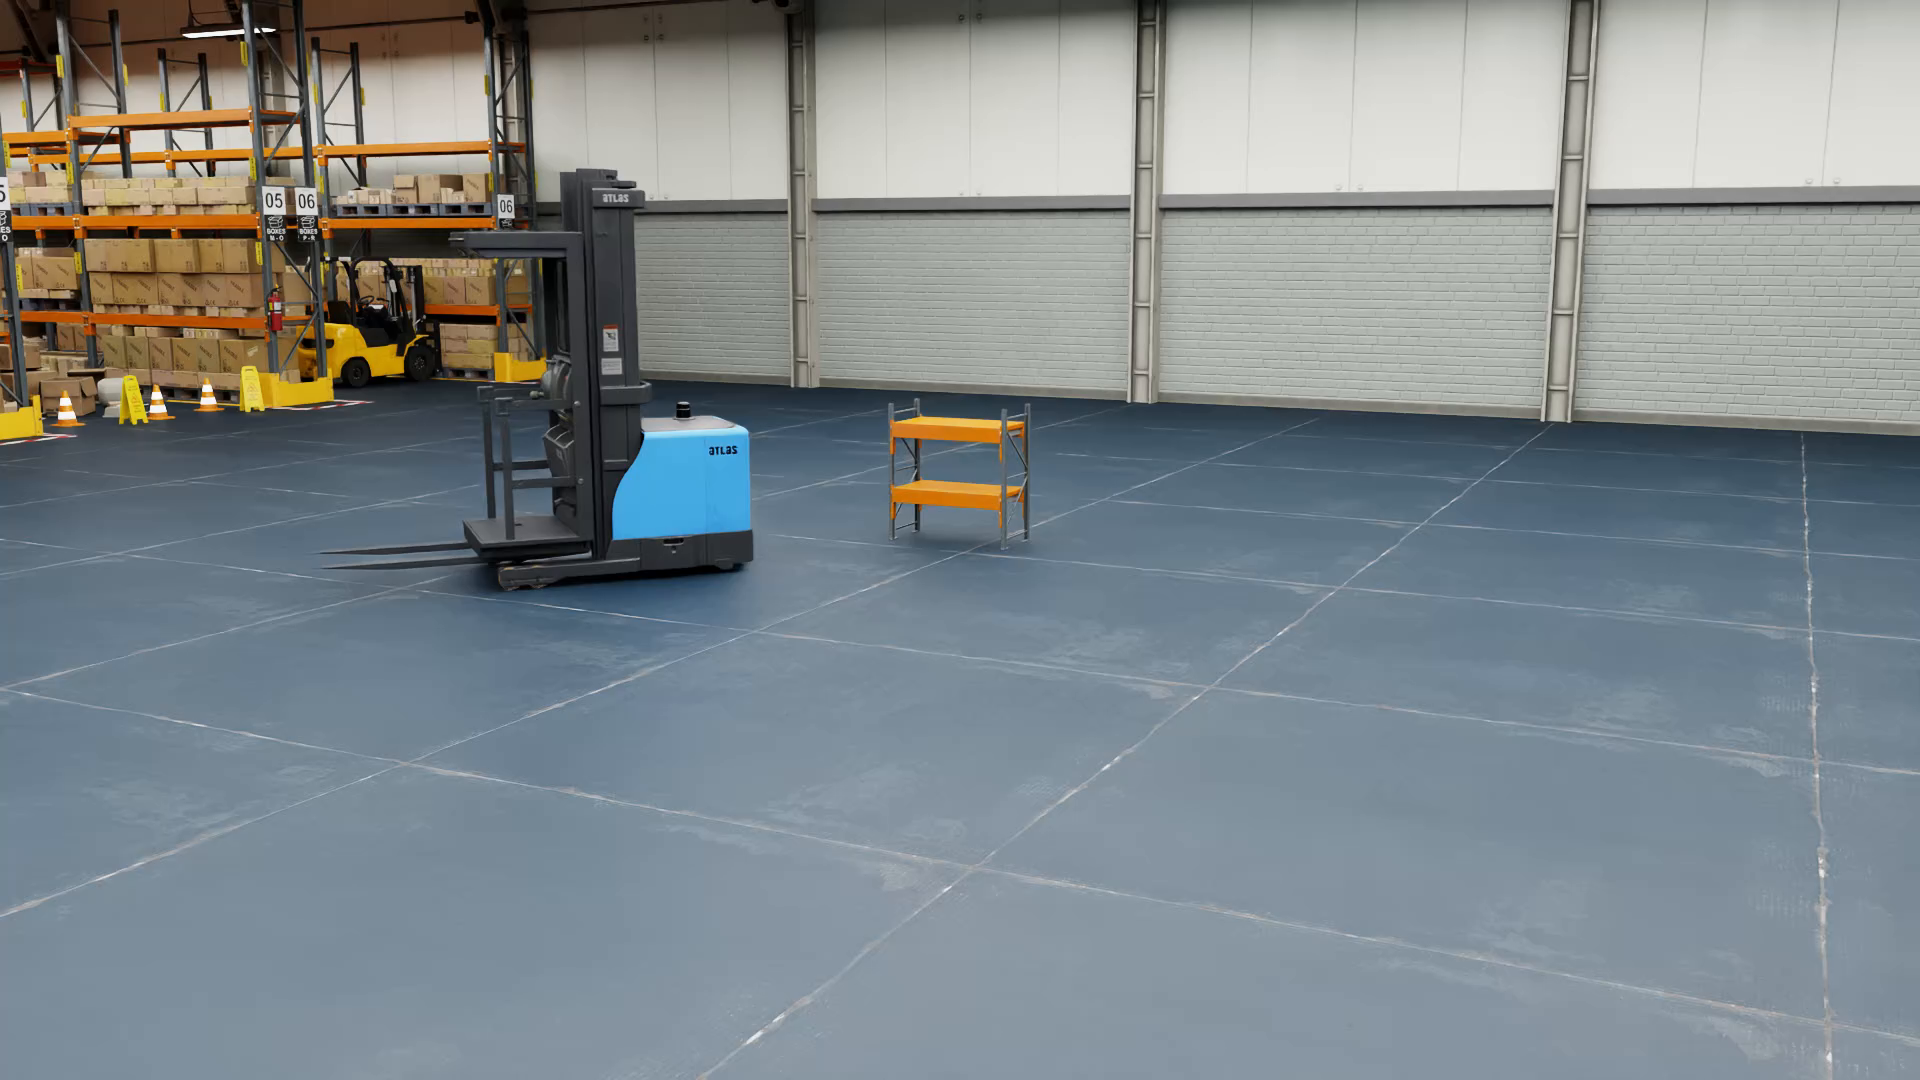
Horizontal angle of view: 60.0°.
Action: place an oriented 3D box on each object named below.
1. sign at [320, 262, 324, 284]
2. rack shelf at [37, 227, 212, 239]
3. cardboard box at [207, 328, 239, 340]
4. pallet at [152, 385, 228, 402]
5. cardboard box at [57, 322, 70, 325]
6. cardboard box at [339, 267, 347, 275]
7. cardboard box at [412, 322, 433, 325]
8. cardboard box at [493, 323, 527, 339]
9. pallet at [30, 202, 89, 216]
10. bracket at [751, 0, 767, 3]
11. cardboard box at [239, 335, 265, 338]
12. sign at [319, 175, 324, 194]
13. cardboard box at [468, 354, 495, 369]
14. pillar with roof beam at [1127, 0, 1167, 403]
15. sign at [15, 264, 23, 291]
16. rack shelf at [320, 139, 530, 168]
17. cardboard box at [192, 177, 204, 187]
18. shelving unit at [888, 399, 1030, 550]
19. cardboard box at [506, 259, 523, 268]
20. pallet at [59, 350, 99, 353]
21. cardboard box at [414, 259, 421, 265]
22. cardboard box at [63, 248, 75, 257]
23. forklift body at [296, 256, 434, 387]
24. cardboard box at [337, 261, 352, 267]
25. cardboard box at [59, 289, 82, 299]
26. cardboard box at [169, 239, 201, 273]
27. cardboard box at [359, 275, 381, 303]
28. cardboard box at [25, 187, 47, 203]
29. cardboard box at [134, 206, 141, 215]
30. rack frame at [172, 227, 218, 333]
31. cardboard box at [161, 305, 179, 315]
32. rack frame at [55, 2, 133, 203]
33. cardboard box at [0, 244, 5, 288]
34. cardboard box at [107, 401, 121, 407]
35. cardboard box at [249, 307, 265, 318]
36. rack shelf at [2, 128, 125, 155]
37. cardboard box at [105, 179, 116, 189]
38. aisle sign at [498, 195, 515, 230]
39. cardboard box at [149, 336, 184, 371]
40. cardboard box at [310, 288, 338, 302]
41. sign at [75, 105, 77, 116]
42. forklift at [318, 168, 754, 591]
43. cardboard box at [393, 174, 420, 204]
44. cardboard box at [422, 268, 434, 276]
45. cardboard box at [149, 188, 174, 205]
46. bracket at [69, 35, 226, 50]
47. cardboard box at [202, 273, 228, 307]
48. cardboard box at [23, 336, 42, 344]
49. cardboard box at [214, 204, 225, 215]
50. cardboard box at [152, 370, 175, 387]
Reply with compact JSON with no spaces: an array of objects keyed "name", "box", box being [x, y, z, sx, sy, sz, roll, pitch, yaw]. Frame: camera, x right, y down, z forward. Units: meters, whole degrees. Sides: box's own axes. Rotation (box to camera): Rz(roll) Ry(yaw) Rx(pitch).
[{"name":"sign","box":[-9.704,-4.046,25.232,0.005,0.325,0.100,5,11,26]},{"name":"rack shelf","box":[-16.719,-6.236,33.363,4.000,0.370,1.077,5,11,26]},{"name":"cardboard box","box":[-11.137,-3.115,25.132,0.250,0.149,0.380,5,12,27]},{"name":"pallet","box":[-11.815,-2.333,26.029,1.213,0.211,1.003,5,11,26]},{"name":"cardboard box","box":[-18.309,-4.497,34.173,0.250,0.149,0.380,6,12,29]},{"name":"cardboard box","box":[-11.169,-4.943,30.516,0.250,0.149,0.380,5,11,25]},{"name":"cardboard box","box":[-9.671,-3.777,29.911,0.500,0.250,0.500,5,11,25]},{"name":"cardboard box","box":[-8.099,-3.740,29.707,0.500,0.250,0.500,5,11,25]},{"name":"pallet","box":[-14.038,-5.298,26.684,1.003,0.211,1.213,5,11,26]},{"name":"bracket","box":[-3.126,-8.752,26.711,0.430,0.232,0.235,5,11,26]},{"name":"cardboard box","box":[-11.038,-2.906,25.800,0.500,0.500,0.500,5,11,24]},{"name":"sign","box":[-11.570,-6.439,30.129,0.005,0.325,0.100,5,11,26]},{"name":"cardboard box","box":[-8.313,-3.167,29.345,0.500,0.250,0.500,5,11,26]},{"name":"pillar with roof beam","box":[0.879,-5.844,20.753,0.400,9.000,9.100,5,11,26]},{"name":"sign","box":[-11.793,-3.288,20.821,0.005,0.325,0.100,5,11,26]},{"name":"rack shelf","box":[-9.545,-6.885,29.648,4.000,0.370,1.077,5,11,26]},{"name":"cardboard box","box":[-11.250,-5.350,24.911,0.250,0.149,0.380,5,11,26]},{"name":"shelving unit","box":[-0.006,-0.554,13.633,1.048,1.125,0.538,5,11,26]},{"name":"cardboard box","box":[-7.958,-4.902,29.454,0.250,0.149,0.380,5,11,25]},{"name":"pallet","box":[-17.767,-3.842,34.364,1.213,0.211,1.003,5,11,26]},{"name":"cardboard box","box":[-9.544,-4.956,29.752,0.250,0.149,0.380,5,11,27]},{"name":"cardboard box","box":[-14.817,-4.733,27.340,0.250,0.149,0.380,6,12,29]},{"name":"forklift body","box":[-10.259,-3.767,28.503,1.214,2.155,2.313,5,11,26]},{"name":"cardboard box","box":[-11.184,-5.084,30.460,0.250,0.149,0.380,5,12,27]},{"name":"cardboard box","box":[-14.115,-3.928,26.537,0.250,0.149,0.380,5,11,27]},{"name":"cardboard box","box":[-11.453,-4.291,25.094,0.500,0.500,0.700,5,11,25]},{"name":"cardboard box","box":[-10.582,-4.576,30.309,0.500,0.500,0.500,5,12,27]},{"name":"cardboard box","box":[-14.571,-5.521,26.632,0.500,0.250,0.500,5,11,27]},{"name":"cardboard box","box":[-12.438,-5.057,25.531,0.250,0.149,0.380,5,11,24]},{"name":"rack frame","box":[-14.926,-4.957,32.695,0.127,3.000,1.000,5,11,26]},{"name":"cardboard box","box":[-12.010,-3.531,25.524,0.250,0.149,0.380,5,11,26]},{"name":"rack frame","box":[-13.532,-6.801,26.038,0.127,3.000,1.000,5,11,26]},{"name":"cardboard box","box":[-12.360,-3.375,20.504,0.550,0.550,0.875,5,11,26]},{"name":"cardboard box","box":[-12.013,-1.911,23.872,0.380,0.149,0.250,-7,12,-33]},{"name":"cardboard box","box":[-10.374,-3.405,24.827,0.250,0.149,0.380,5,12,28]},{"name":"rack shelf","box":[-15.325,-6.407,27.008,4.000,0.370,1.077,5,11,26]},{"name":"cardboard box","box":[-12.915,-5.478,25.621,0.250,0.149,0.380,5,11,24]},{"name":"aisle sign","box":[-7.822,-5.553,28.693,0.004,0.787,0.394,5,11,26]},{"name":"cardboard box","box":[-12.172,-2.900,25.767,0.500,0.500,0.500,6,12,29]},{"name":"cardboard box","box":[-11.906,-4.566,30.956,0.500,0.250,0.500,5,12,27]},{"name":"sign","box":[-18.273,-8.851,34.298,0.005,0.325,0.100,5,11,26]},{"name":"forklift","box":[-3.118,-1.191,12.081,3.031,2.935,1.130,-4,11,-23]},{"name":"cardboard box","box":[-9.638,-6.254,29.690,0.637,0.503,0.797,5,12,28]},{"name":"cardboard box","box":[-9.348,-4.774,29.586,0.250,0.149,0.380,5,11,26]},{"name":"cardboard box","box":[-11.894,-5.199,25.195,0.500,0.250,0.500,5,11,26]},{"name":"bracket","box":[-16.198,-9.900,33.057,4.783,0.066,0.076,5,11,26]},{"name":"cardboard box","box":[-11.000,-3.768,25.010,0.500,0.500,0.500,5,11,26]},{"name":"cardboard box","box":[-19.463,-4.158,34.782,0.258,0.266,0.396,5,12,28]},{"name":"cardboard box","box":[-10.849,-4.910,24.719,0.250,0.149,0.380,5,12,28]},{"name":"cardboard box","box":[-12.161,-2.531,25.833,0.500,0.250,0.500,5,11,25]}]
